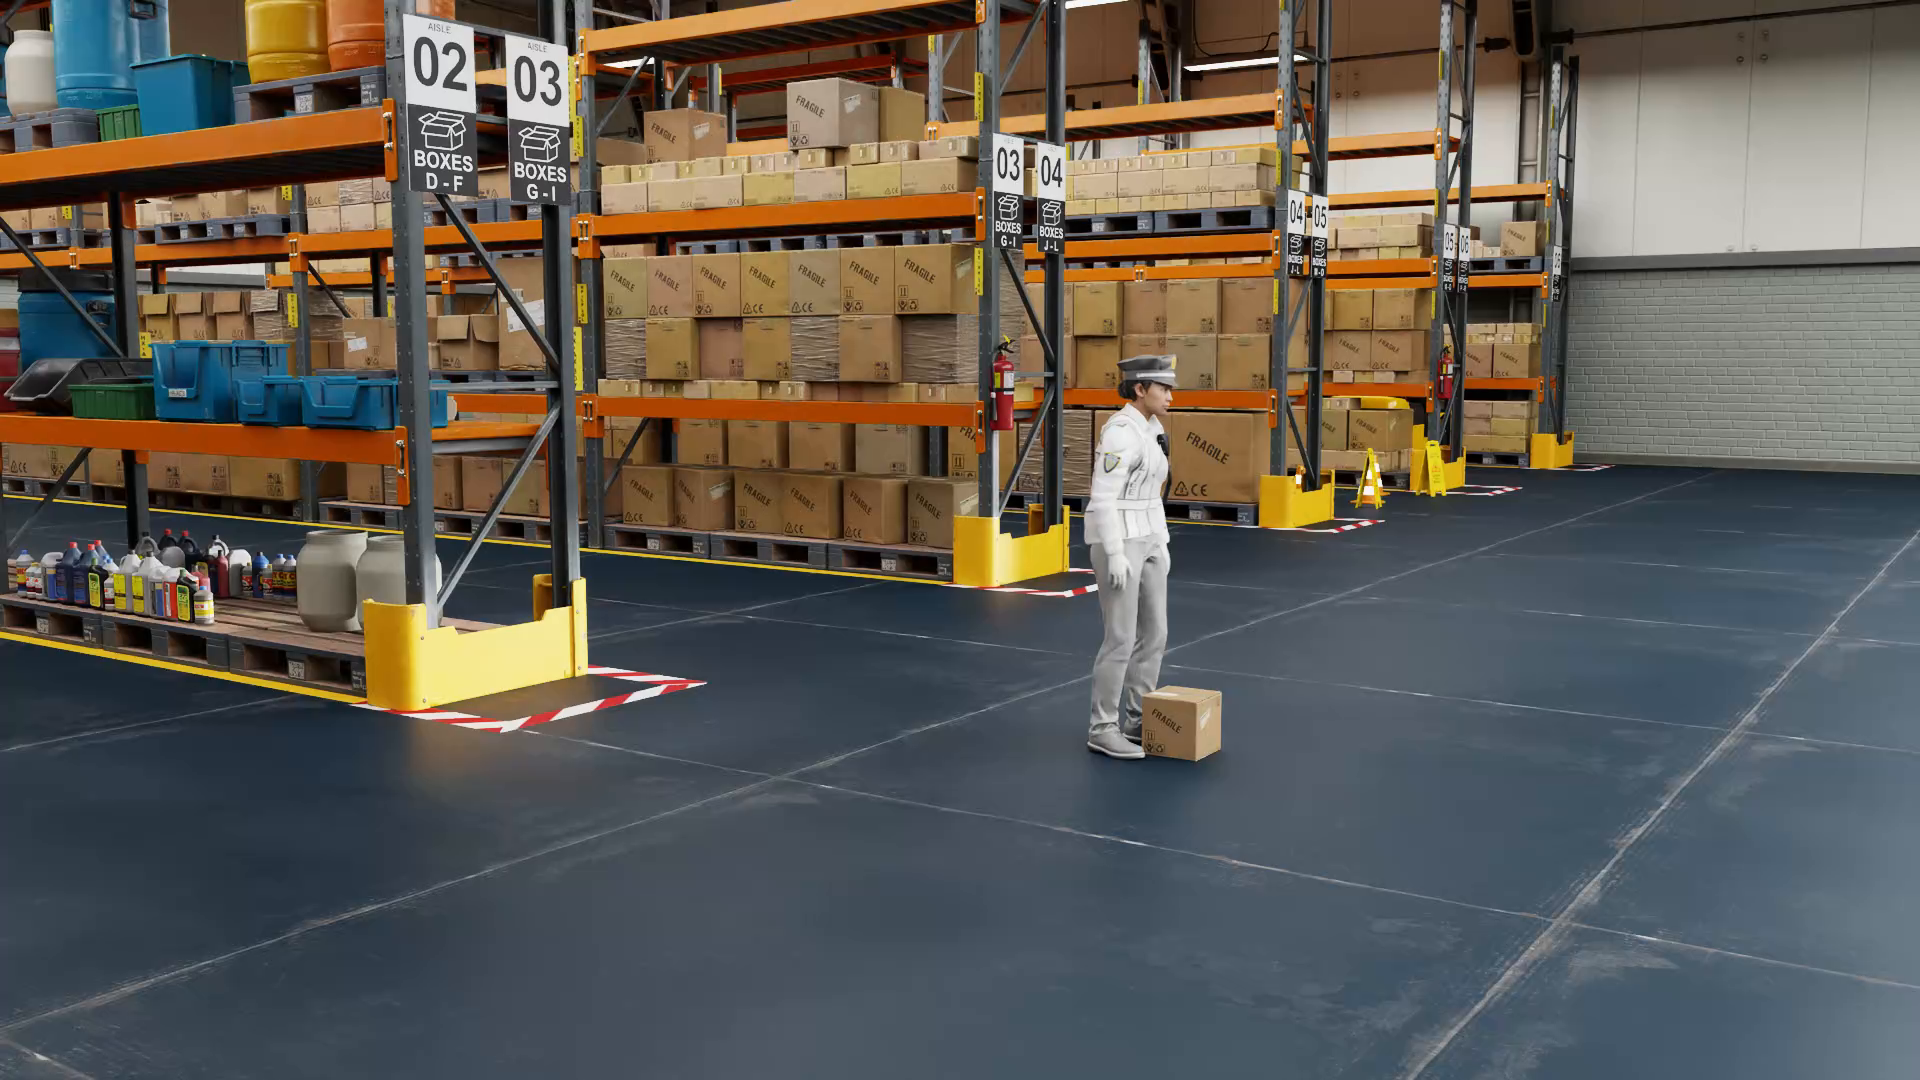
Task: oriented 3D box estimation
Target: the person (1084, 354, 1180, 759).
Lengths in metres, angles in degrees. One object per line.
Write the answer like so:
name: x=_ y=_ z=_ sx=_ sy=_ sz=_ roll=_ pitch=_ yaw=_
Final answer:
person: x=0.747 y=0.052 z=7.025 sx=0.405 sy=1.663 sz=0.540 roll=4 pitch=8 yaw=32
